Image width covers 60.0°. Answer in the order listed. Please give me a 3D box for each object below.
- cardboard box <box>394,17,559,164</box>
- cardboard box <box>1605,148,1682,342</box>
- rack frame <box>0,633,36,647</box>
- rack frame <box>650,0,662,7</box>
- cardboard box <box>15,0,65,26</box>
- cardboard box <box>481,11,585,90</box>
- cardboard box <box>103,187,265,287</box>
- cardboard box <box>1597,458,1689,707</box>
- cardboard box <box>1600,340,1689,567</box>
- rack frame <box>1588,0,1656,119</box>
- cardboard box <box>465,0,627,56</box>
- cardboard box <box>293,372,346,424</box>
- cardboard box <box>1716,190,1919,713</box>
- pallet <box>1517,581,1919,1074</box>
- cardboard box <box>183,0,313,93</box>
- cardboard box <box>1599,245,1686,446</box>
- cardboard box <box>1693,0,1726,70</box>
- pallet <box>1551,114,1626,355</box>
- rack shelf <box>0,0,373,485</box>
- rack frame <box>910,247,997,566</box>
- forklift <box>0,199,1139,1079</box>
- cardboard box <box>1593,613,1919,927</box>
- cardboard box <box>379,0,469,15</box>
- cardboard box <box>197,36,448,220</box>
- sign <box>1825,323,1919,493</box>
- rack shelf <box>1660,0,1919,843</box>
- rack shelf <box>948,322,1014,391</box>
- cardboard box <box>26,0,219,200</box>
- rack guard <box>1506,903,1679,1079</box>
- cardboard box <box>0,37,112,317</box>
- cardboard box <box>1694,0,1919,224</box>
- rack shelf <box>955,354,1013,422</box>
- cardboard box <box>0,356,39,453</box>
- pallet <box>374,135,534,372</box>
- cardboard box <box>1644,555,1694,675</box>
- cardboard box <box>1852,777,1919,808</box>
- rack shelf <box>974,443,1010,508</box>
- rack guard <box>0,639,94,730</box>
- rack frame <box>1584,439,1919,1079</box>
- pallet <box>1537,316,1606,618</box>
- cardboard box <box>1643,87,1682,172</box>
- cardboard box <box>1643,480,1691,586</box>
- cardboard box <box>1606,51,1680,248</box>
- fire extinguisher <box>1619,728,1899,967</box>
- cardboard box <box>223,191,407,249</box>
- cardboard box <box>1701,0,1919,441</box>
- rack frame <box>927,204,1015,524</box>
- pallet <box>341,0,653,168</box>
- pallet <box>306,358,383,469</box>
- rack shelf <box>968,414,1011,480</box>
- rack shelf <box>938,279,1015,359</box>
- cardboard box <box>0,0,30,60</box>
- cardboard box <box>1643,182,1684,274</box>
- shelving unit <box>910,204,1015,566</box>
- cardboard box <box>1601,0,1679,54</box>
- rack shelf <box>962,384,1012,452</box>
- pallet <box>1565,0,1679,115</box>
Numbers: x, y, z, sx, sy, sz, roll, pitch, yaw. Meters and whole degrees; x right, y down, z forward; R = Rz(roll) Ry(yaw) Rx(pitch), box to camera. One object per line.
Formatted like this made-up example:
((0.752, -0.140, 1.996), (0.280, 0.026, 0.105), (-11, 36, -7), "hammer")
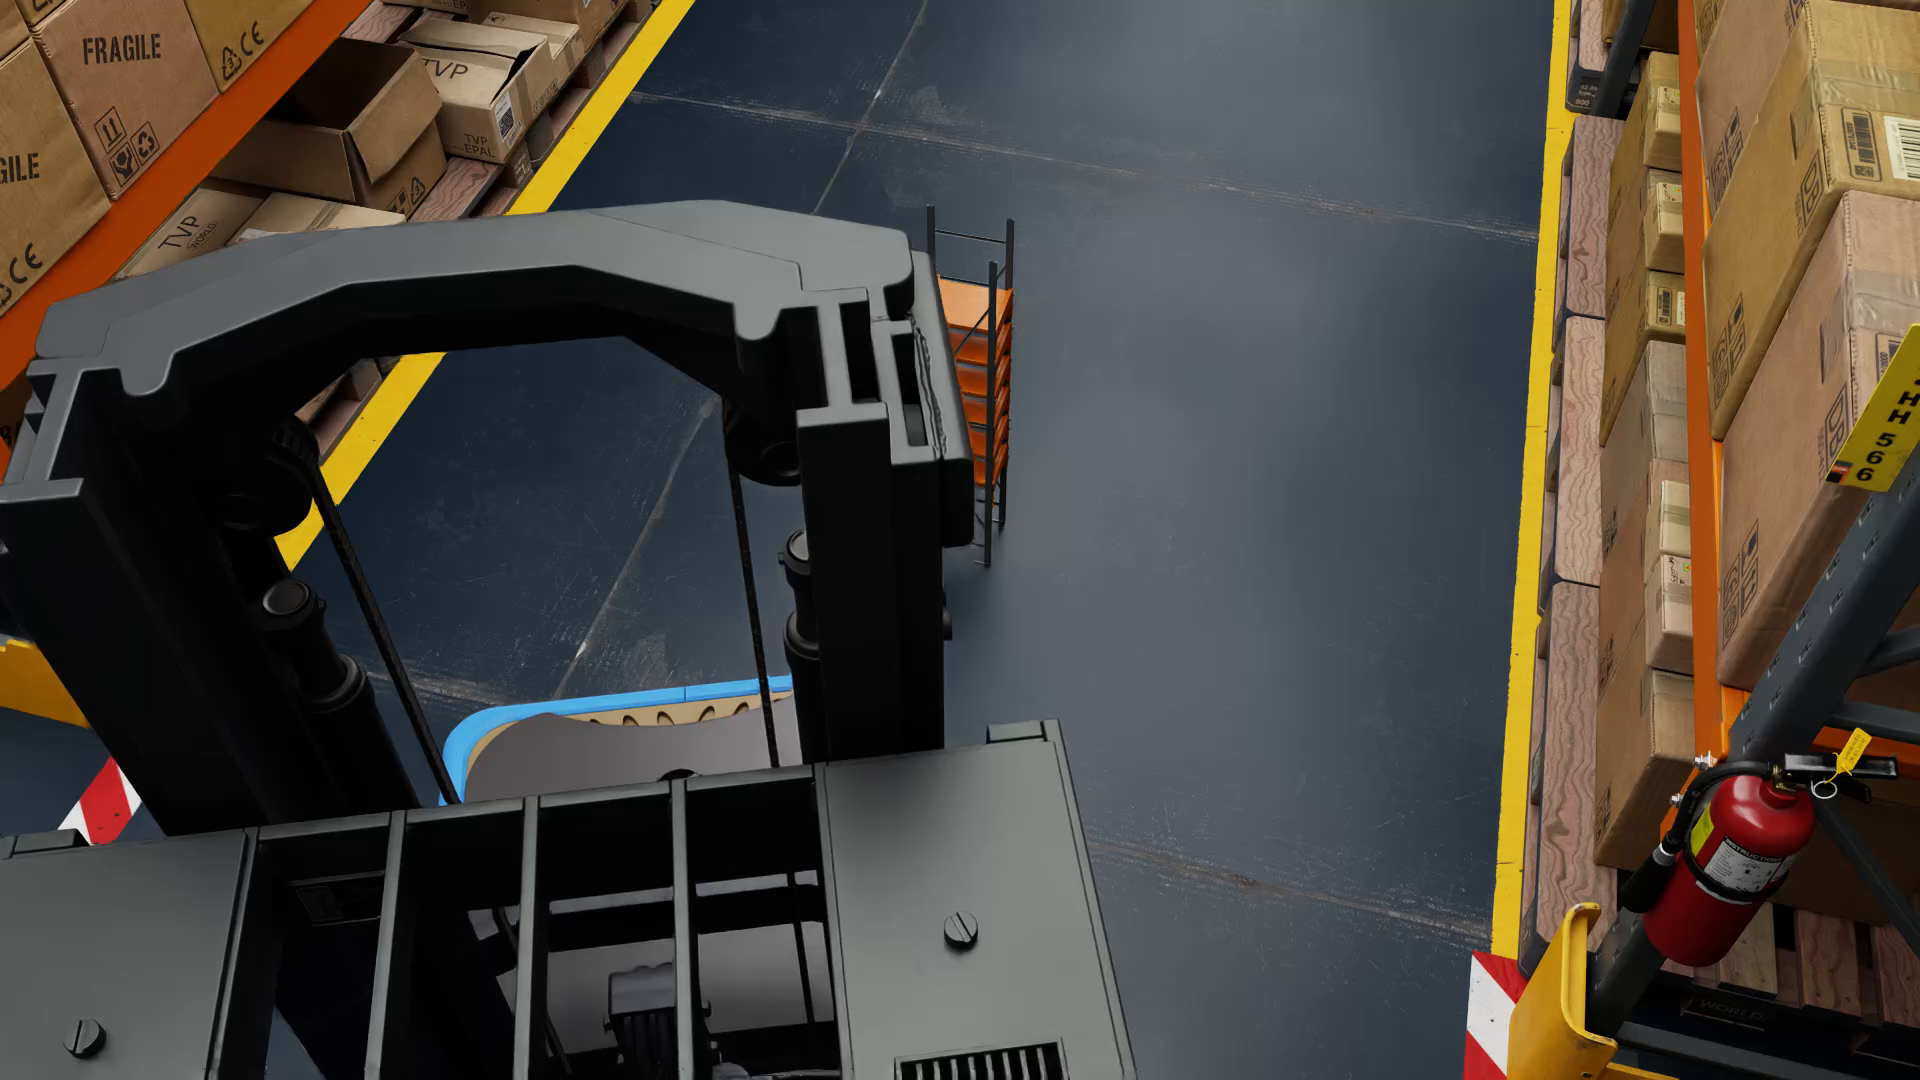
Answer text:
((-1.872, -1.726, 6.273), (0.500, 0.311, 0.500), (12, 50, 10), "cardboard box")
((2.551, -0.934, 5.461), (0.700, 0.500, 0.500), (11, 50, 10), "cardboard box")
((-2.851, -0.588, 3.768), (1.000, 3.000, 0.127), (12, 50, 10), "rack frame")
((-1.798, -3.481, 6.322), (1.000, 3.000, 0.127), (12, 50, 10), "rack frame")
((-2.350, -1.600, 3.928), (0.500, 0.500, 0.500), (12, 50, 10), "cardboard box")
((-1.715, -1.932, 6.562), (0.380, 0.149, 0.250), (12, 50, 10), "cardboard box")
((-2.667, -0.947, 5.625), (0.500, 0.250, 0.500), (12, 50, 10), "cardboard box")
((2.148, 0.187, 4.471), (0.700, 0.500, 0.500), (11, 50, 10), "cardboard box")
((2.280, -0.177, 4.792), (0.700, 0.500, 0.500), (10, 49, 9), "cardboard box")
((2.982, -2.506, 5.461), (1.000, 3.000, 0.127), (12, 50, 10), "rack frame")
((-1.675, -2.331, 6.681), (0.500, 0.500, 0.500), (12, 50, 10), "cardboard box")
((-2.303, -0.522, 5.251), (0.500, 0.250, 0.500), (12, 50, 10), "cardboard box")
((2.054, -0.083, 3.122), (0.980, 0.700, 0.700), (14, 50, 12), "cardboard box")
((2.064, 0.716, 4.477), (1.003, 0.211, 1.213), (12, 50, 10), "pallet")
((-2.214, -1.626, 4.618), (0.500, 0.500, 0.500), (11, 50, 10), "cardboard box")
((2.413, -0.564, 5.134), (0.700, 0.500, 0.500), (13, 50, 11), "cardboard box")
((2.626, -1.689, 4.540), (0.980, 0.700, 0.700), (10, 49, 9), "cardboard box")
((2.706, -1.049, 6.035), (1.003, 0.211, 1.213), (12, 50, 10), "pallet")
((-2.325, -1.796, 5.314), (1.077, 0.370, 4.000), (12, 50, 10), "rack shelf")
((-0.020, -0.341, 4.751), (0.240, 1.200, 0.006), (12, 50, 10), "rack frame")
((-0.388, 1.150, 2.280), (1.130, 2.935, 3.031), (-6, 49, -5), "forklift")
((2.017, 0.549, 4.152), (0.700, 0.500, 0.500), (12, 50, 10), "cardboard box")
((-2.117, -2.476, 6.934), (0.500, 0.311, 0.500), (12, 50, 10), "cardboard box")
((-2.288, -1.441, 5.892), (0.797, 0.503, 0.637), (12, 50, 10), "cardboard box")
((1.409, -0.191, 2.488), (0.100, 0.325, 0.005), (12, 50, 10), "sign")
((2.455, -0.821, 4.454), (1.077, 0.370, 4.000), (12, 50, 10), "rack shelf")
((0.004, -0.537, 4.663), (0.258, 0.103, 0.180), (12, 50, 10), "rack shelf")
((-2.349, -1.264, 4.298), (0.500, 0.500, 0.500), (11, 50, 10), "cardboard box")
((1.923, 1.232, 3.829), (1.175, 0.500, 0.348), (12, 50, 10), "rack guard")
((-2.480, -0.890, 3.968), (0.500, 0.500, 0.500), (13, 50, 11), "cardboard box")
((2.444, -1.161, 4.074), (0.980, 0.700, 0.700), (9, 49, 8), "cardboard box")
((0.004, -0.458, 4.753), (0.258, 0.103, 0.180), (12, 50, 10), "rack shelf")
((-2.946, -0.348, 4.930), (0.500, 0.500, 0.500), (12, 50, 10), "cardboard box")
((-2.299, -1.176, 6.148), (1.003, 0.211, 1.213), (12, 50, 10), "pallet")
((1.875, 0.206, 4.022), (0.380, 0.149, 0.250), (11, 49, 10), "cardboard box")
((2.177, 0.465, 3.794), (0.380, 0.149, 0.250), (12, 50, 10), "cardboard box")
((0.004, -0.219, 5.023), (0.258, 0.103, 0.180), (12, 50, 10), "rack shelf")
((-2.831, 0.185, 4.754), (1.175, 0.500, 0.348), (12, 50, 10), "rack guard")
((1.929, 0.387, 2.908), (1.000, 3.000, 0.127), (12, 50, 10), "rack frame")
((2.387, -0.164, 5.254), (1.003, 0.211, 1.213), (12, 50, 10), "pallet")
((2.420, -1.300, 5.351), (0.380, 0.149, 0.250), (13, 50, 11), "cardboard box")
((1.941, 0.021, 4.185), (0.380, 0.149, 0.250), (13, 50, 11), "cardboard box")
((2.686, -1.297, 5.781), (0.700, 0.500, 0.500), (12, 50, 11), "cardboard box")
((1.444, 0.554, 3.061), (0.296, 0.674, 0.183), (12, 50, 10), "fire extinguisher")
((-2.171, -0.884, 5.570), (0.500, 0.250, 0.500), (12, 50, 10), "cardboard box")
((2.234, -0.611, 3.589), (0.980, 0.700, 0.700), (11, 50, 10), "cardboard box")
((0.028, -0.474, 4.868), (0.240, 1.200, 0.006), (12, 50, 10), "rack frame")
((-1.980, -2.062, 6.929), (1.003, 0.211, 1.213), (12, 50, 10), "pallet")
((-2.622, -0.297, 5.371), (1.003, 0.211, 1.213), (12, 50, 10), "pallet")
((0.004, -0.299, 4.933), (0.258, 0.103, 0.180), (12, 50, 10), "rack shelf")
((0.004, -0.616, 4.573), (0.258, 0.103, 0.180), (12, 50, 10), "rack shelf")
((-2.480, -1.221, 3.593), (0.500, 0.500, 0.500), (13, 50, 11), "cardboard box")
((2.283, -0.923, 5.018), (0.380, 0.149, 0.250), (10, 49, 9), "cardboard box")
((0.004, -0.408, 4.809), (0.258, 1.200, 0.189), (12, 50, 10), "shelving unit")
((3.027, -2.430, 6.547), (0.750, 0.750, 0.750), (12, 50, 10), "cardboard box")
((0.004, -0.378, 4.843), (0.258, 0.103, 0.180), (12, 50, 10), "rack shelf")
((3.112, -2.156, 7.012), (1.003, 0.211, 1.213), (12, 50, 10), "pallet")
